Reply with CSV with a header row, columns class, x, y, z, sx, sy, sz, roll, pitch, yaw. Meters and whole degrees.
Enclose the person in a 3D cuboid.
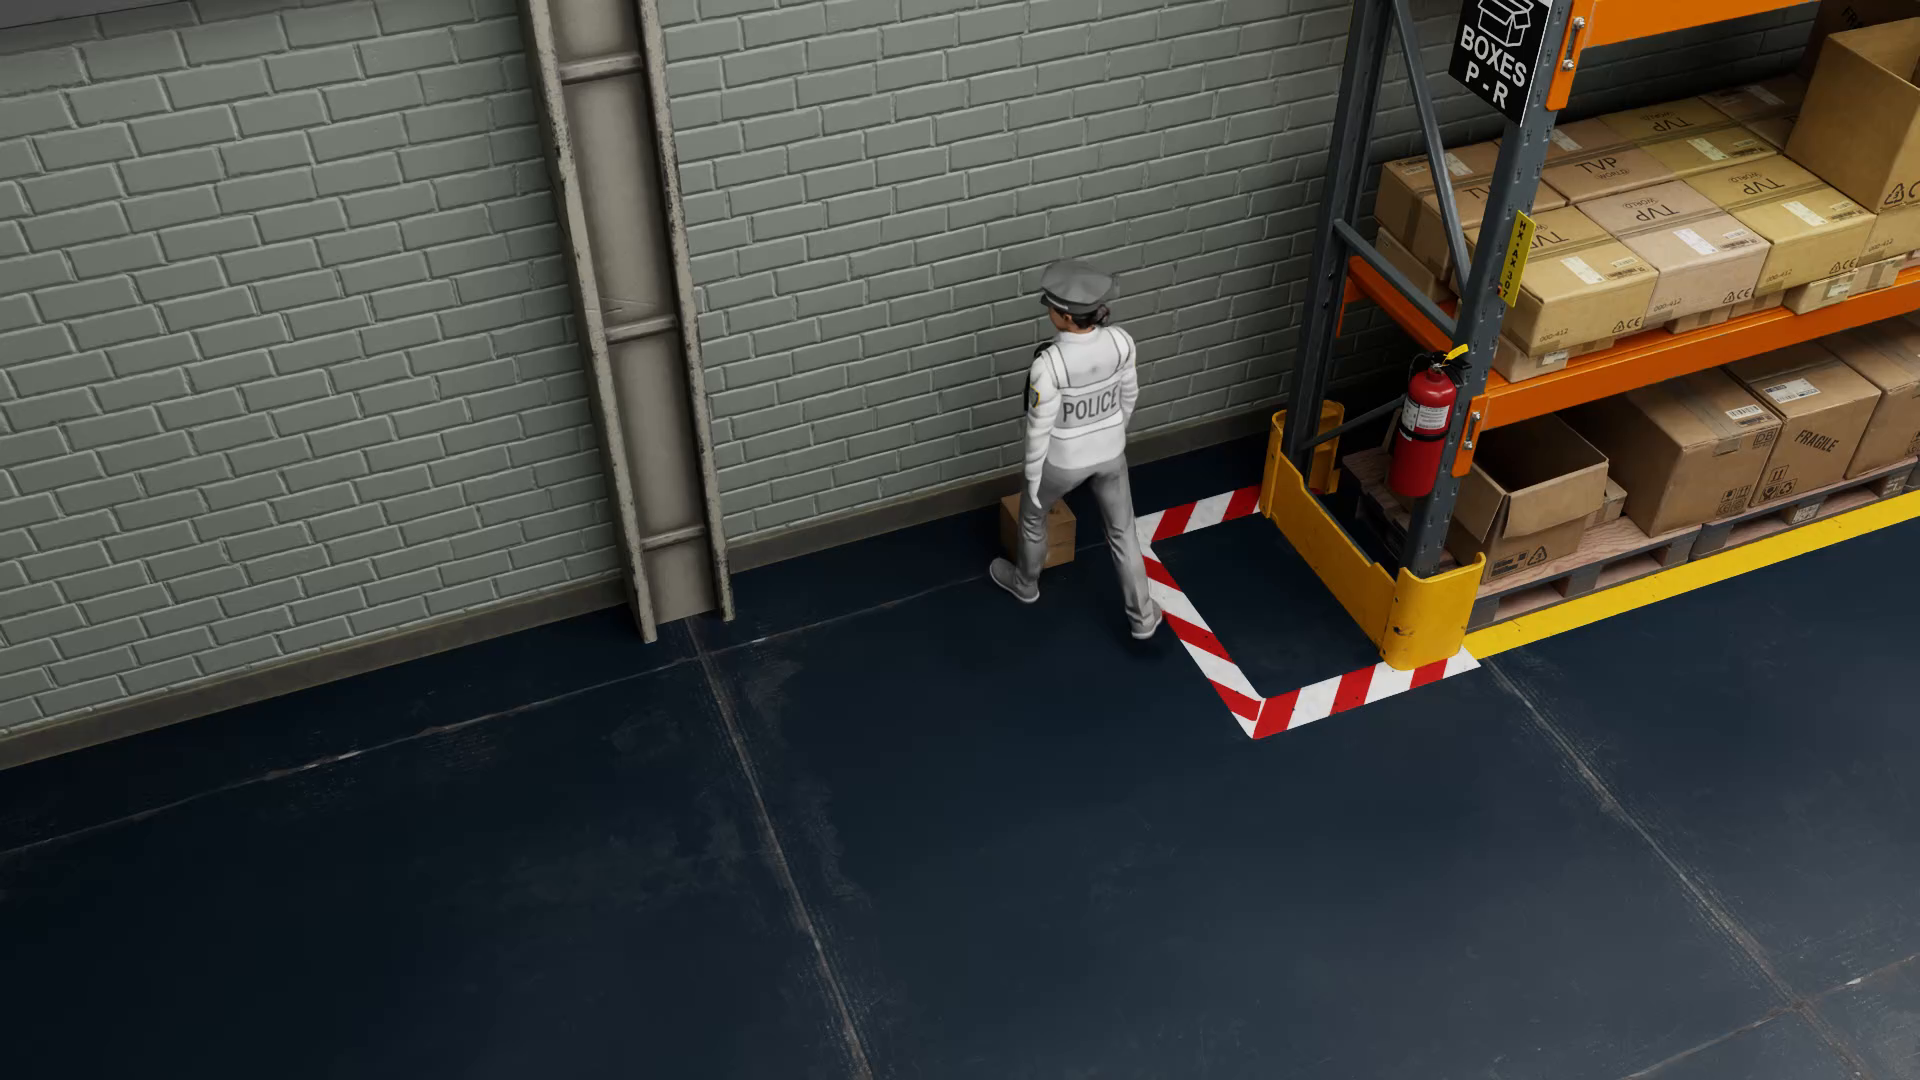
class,x,y,z,sx,sy,sz,roll,pitch,yaw
person,0.505,-0.337,6.538,0.585,1.648,0.725,-17,45,-18
